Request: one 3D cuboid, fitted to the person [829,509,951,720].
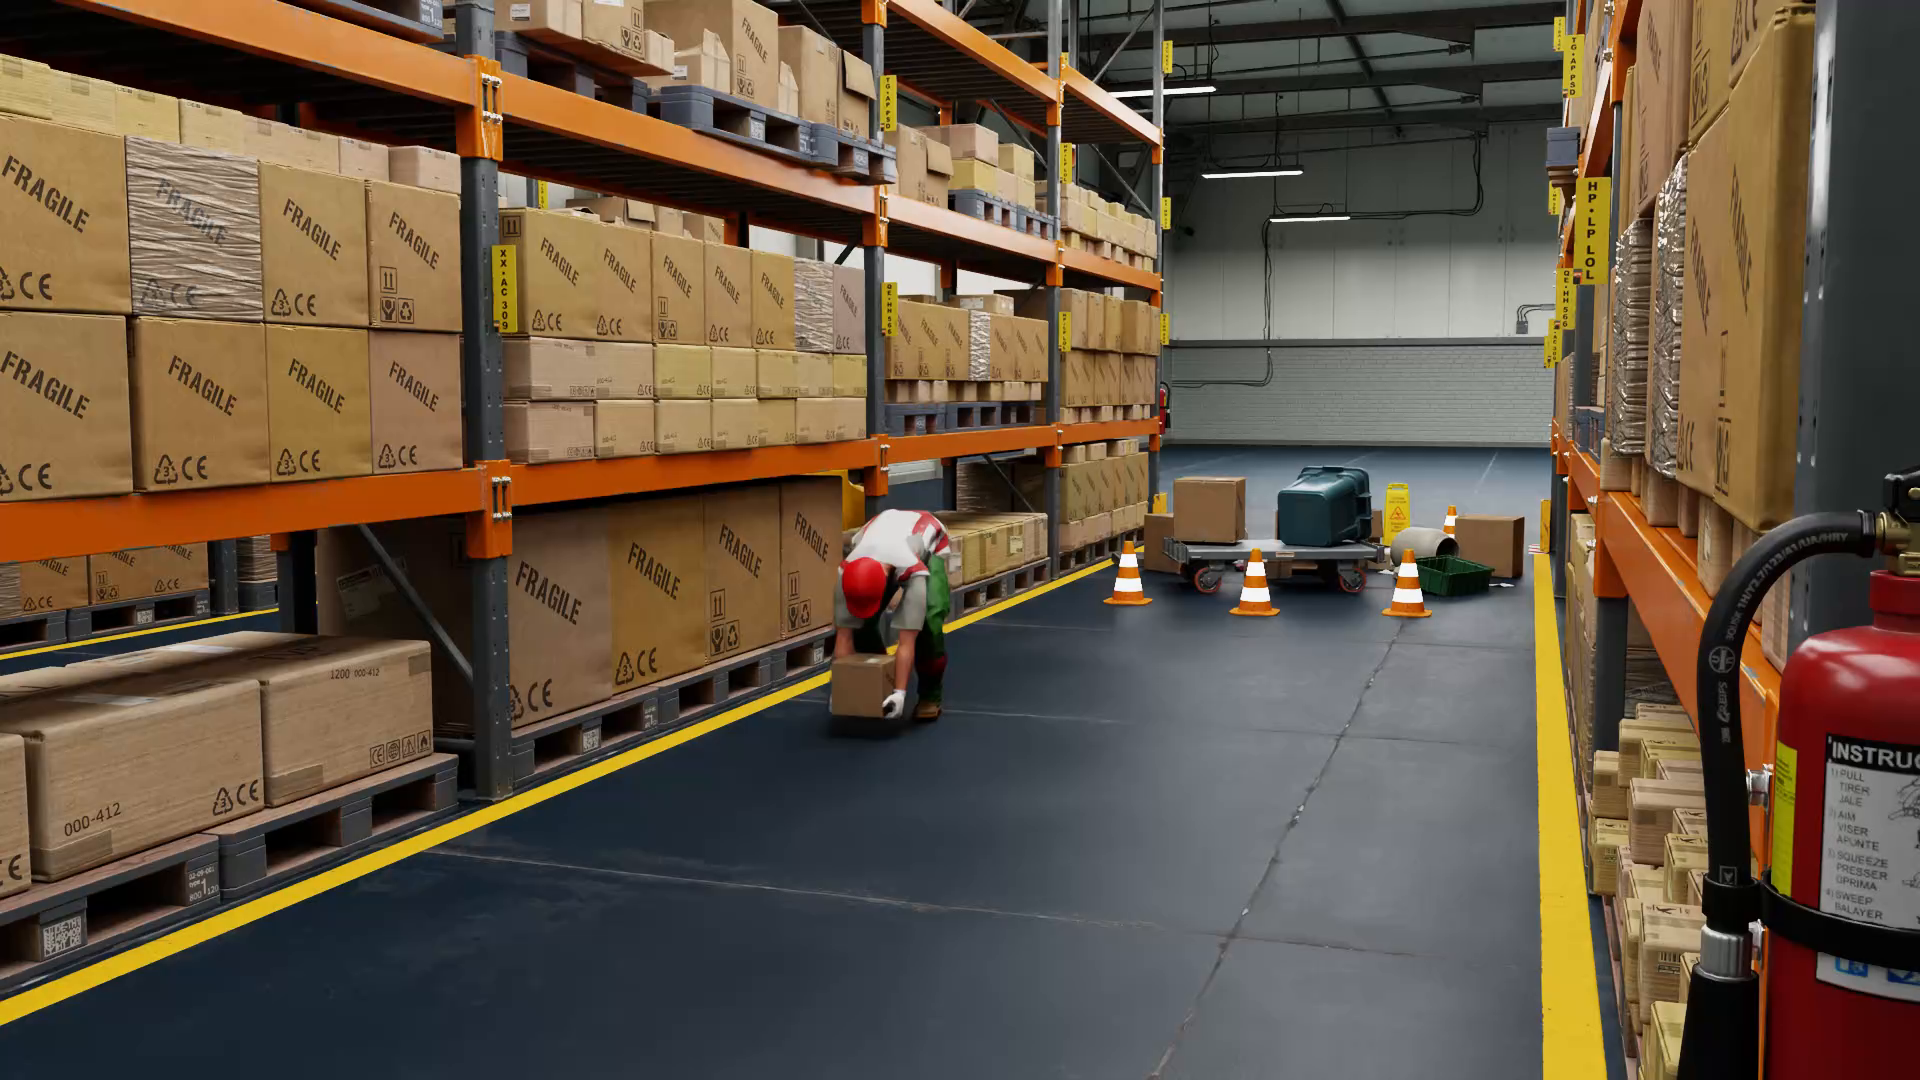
[{"bbox_3d":[-0.329,0.375,7.948,0.522,1.010,0.952,1,5,16],"label":"person"}]
